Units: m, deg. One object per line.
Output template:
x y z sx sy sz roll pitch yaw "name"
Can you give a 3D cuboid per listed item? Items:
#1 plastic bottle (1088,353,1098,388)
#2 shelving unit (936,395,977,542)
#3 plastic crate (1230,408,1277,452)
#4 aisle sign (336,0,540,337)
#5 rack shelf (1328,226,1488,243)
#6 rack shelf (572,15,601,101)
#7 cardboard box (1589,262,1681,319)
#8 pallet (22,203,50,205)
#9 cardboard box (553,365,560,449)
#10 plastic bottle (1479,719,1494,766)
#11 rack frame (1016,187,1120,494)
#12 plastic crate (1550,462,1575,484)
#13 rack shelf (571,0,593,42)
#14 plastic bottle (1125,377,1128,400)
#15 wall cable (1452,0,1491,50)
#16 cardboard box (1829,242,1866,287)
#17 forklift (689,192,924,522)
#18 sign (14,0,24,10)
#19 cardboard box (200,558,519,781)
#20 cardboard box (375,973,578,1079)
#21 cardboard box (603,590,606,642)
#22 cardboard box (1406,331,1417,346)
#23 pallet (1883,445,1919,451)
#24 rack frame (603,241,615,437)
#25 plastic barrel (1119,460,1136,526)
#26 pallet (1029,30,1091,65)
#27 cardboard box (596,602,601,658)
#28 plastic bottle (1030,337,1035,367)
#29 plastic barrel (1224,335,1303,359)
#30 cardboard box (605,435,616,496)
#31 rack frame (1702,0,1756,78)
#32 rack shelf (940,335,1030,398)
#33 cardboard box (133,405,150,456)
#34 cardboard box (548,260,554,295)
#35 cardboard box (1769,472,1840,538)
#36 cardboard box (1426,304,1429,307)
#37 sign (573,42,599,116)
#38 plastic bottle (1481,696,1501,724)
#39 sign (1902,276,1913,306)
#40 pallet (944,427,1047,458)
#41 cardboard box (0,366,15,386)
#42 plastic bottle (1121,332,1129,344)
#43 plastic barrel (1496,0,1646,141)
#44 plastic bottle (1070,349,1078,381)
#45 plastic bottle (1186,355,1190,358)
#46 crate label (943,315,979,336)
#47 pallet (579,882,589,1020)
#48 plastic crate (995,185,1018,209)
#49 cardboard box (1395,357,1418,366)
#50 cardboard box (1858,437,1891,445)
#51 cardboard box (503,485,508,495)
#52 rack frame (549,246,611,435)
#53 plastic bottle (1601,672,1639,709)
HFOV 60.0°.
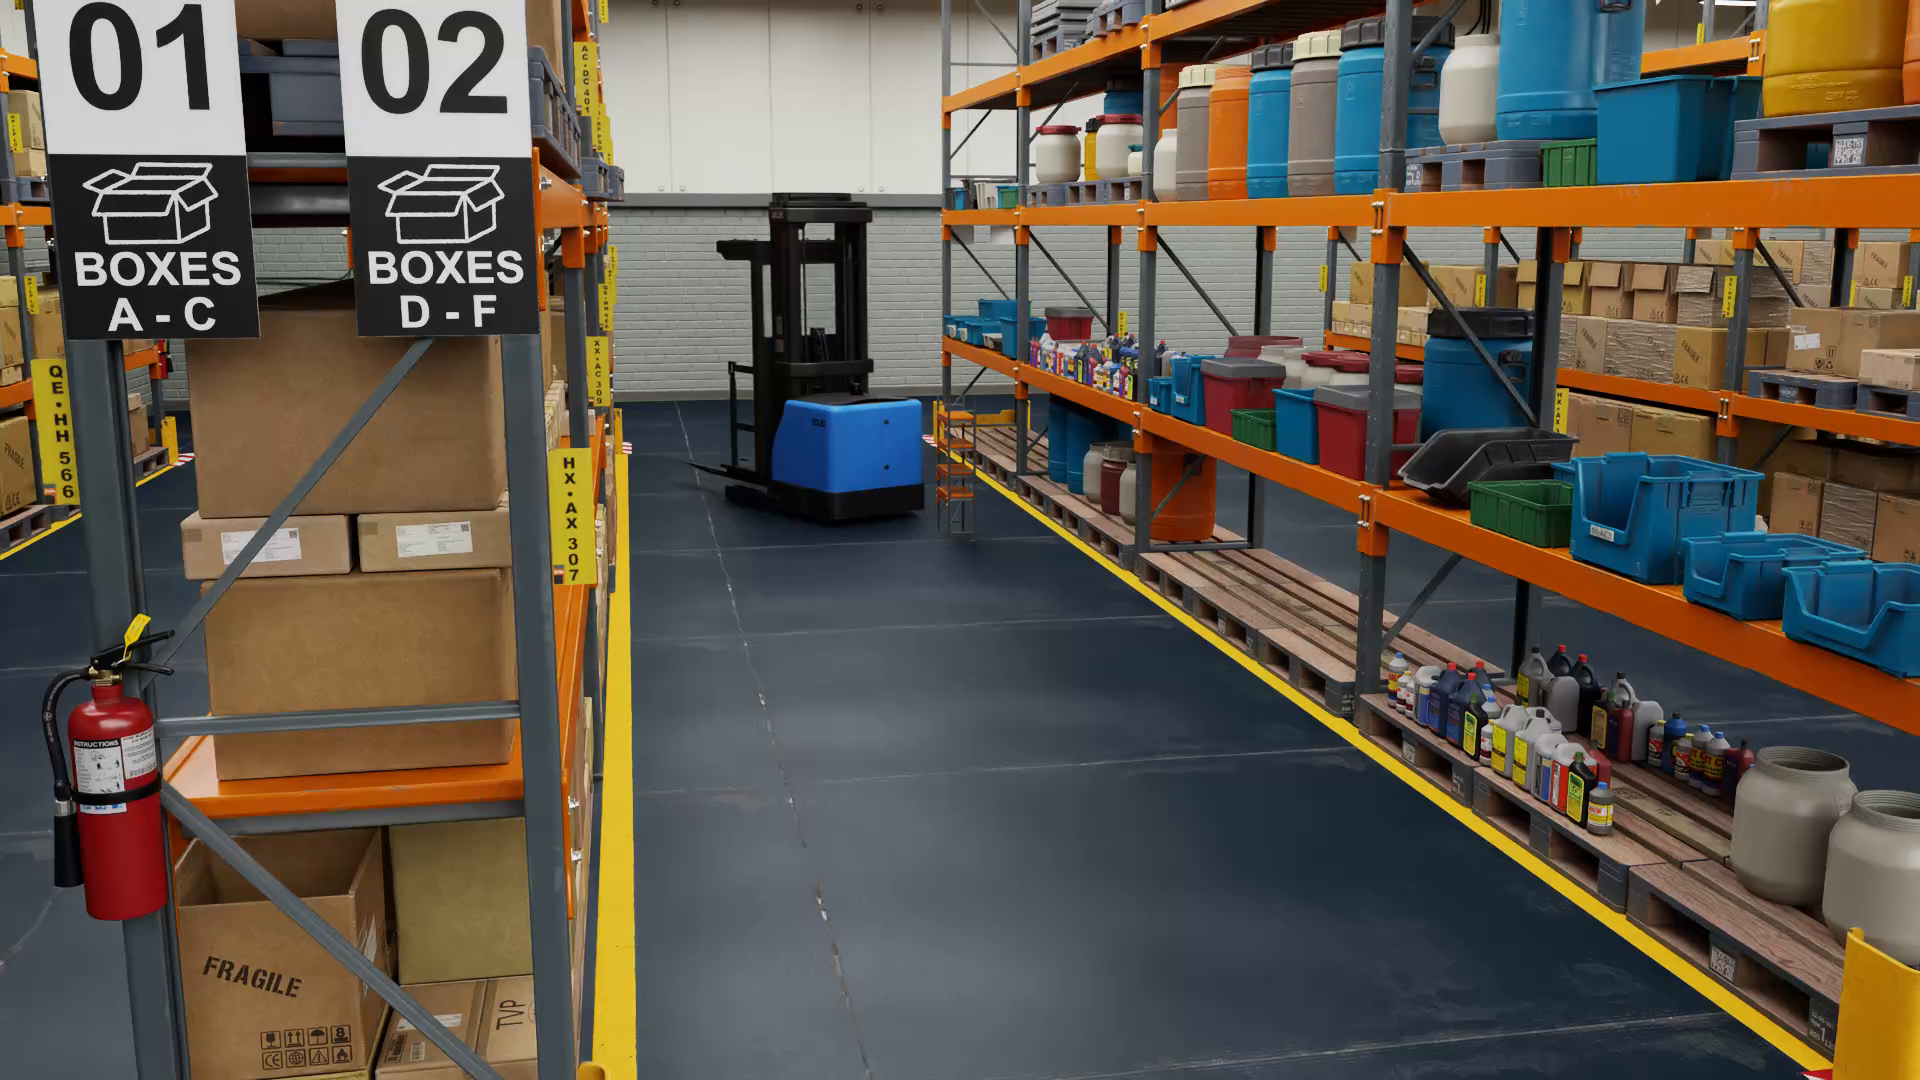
1.122 -1.429 13.994 0.061 0.283 0.133 -2 11 -11 "plastic bottle"
-0.032 -0.620 14.244 0.258 1.200 0.503 -2 11 -11 "shelving unit"
2.004 -0.689 10.363 0.450 0.188 0.662 -2 11 -11 "plastic crate"
-1.149 -0.848 3.674 0.394 0.787 0.004 -2 11 -11 "aisle sign"
5.533 -3.619 19.088 1.077 0.370 4.000 -2 11 -11 "rack shelf"
-3.407 -3.803 13.102 1.077 0.370 4.000 -2 11 -11 "rack shelf"
6.312 -2.317 15.398 0.797 0.503 0.637 -2 11 -9 "cardboard box"
-9.278 -3.619 17.405 1.003 0.211 1.213 -2 11 -11 "pallet"
-2.676 -0.781 10.008 0.500 0.500 0.500 -3 11 -14 "cardboard box"
2.438 0.925 7.624 0.097 0.201 0.097 0 11 0 "plastic bottle"
1.063 -1.952 16.428 1.000 3.000 0.127 -2 11 -11 "rack frame"
3.101 -0.218 7.719 0.499 0.251 0.616 -2 11 -11 "plastic crate"
-2.629 -3.069 9.247 1.077 0.370 4.000 -2 11 -11 "rack shelf"
1.339 -1.201 13.015 0.097 0.201 0.097 0 11 0 "plastic bottle"
7.425 -8.555 26.474 2.277 5.999 0.120 -2 11 -11 "wall cable"
10.344 -3.151 18.992 0.500 0.500 0.500 -2 11 -13 "cardboard box"
-1.620 -1.825 15.948 1.130 2.935 3.031 -8 13 -37 "forklift"
-9.978 -5.790 17.627 0.100 0.325 0.005 -2 11 -11 "sign"
-1.541 0.293 4.365 0.700 0.500 0.500 -2 11 -11 "cardboard box"
-1.348 1.467 4.699 0.500 0.250 0.500 -2 11 -11 "cardboard box"
-2.375 0.474 9.912 0.500 0.250 0.500 -2 11 -10 "cardboard box"
5.291 -2.288 18.867 0.380 0.149 0.250 -2 11 -12 "cardboard box"
10.641 -1.046 19.126 1.003 0.211 1.213 -2 11 -11 "pallet"
-4.574 -2.506 19.340 1.000 3.000 0.127 -2 11 -11 "rack frame"
1.532 -0.392 13.762 0.421 0.512 0.421 0 11 0 "plastic barrel"
1.254 -4.459 15.131 1.003 0.211 1.213 -2 11 -11 "pallet"
-2.076 0.479 8.388 0.500 0.311 0.500 -2 11 -11 "cardboard box"
0.716 -1.812 16.004 0.061 0.283 0.133 -2 11 -11 "plastic bottle"
2.229 -1.211 12.172 0.600 0.536 0.708 -2 11 -11 "plastic barrel"
-3.419 -0.680 15.257 0.500 0.500 0.500 -2 11 -11 "cardboard box"
10.028 -5.974 21.518 1.000 3.000 0.127 -2 11 -11 "rack frame"
0.674 -1.965 18.423 1.077 0.370 4.000 -2 11 -11 "rack shelf"
-9.198 -1.179 17.929 0.700 0.500 0.500 -2 11 -11 "cardboard box"
-4.251 -2.490 16.313 0.500 0.500 0.500 -2 11 -12 "cardboard box"
6.849 -0.264 13.071 0.700 0.500 0.500 -3 11 -14 "cardboard box"
5.695 -2.672 19.820 0.500 0.250 0.500 -3 11 -13 "cardboard box"
-1.696 -2.092 7.548 0.100 0.325 0.005 -2 11 -11 "sign"
2.471 0.863 7.760 0.097 0.271 0.097 0 11 0 "plastic bottle"
10.276 -2.698 18.033 0.100 0.325 0.005 -2 11 -11 "sign"
0.408 -1.163 19.741 1.003 0.211 1.213 -2 11 -11 "pallet"
-8.239 -1.381 14.047 0.380 0.149 0.250 -2 11 -10 "cardboard box"
1.563 -1.771 15.610 0.144 0.351 0.185 -2 11 -11 "plastic bottle"
2.708 -2.224 7.373 0.600 0.901 0.708 -2 11 -11 "plastic barrel"
1.019 -1.537 14.595 0.097 0.271 0.097 0 11 0 "plastic bottle"
1.918 -1.420 13.978 0.097 0.271 0.097 0 11 0 "plastic bottle"
0.010 -2.575 19.992 0.416 0.233 0.303 -2 11 -11 "crate label"
-1.886 1.436 6.085 1.003 0.211 1.213 -2 11 -11 "pallet"
0.573 -3.498 16.980 0.416 0.233 0.300 -2 11 -11 "plastic crate"
5.524 -1.747 19.910 0.875 0.875 0.875 -2 11 -11 "cardboard box"
10.396 -1.159 18.765 0.380 0.149 0.250 -2 11 -10 "cardboard box"
-1.381 -0.067 4.525 0.380 0.149 0.250 -2 11 -12 "cardboard box"
-3.796 -1.772 15.485 1.000 3.000 0.127 -2 11 -11 "rack frame"
3.127 0.803 7.864 0.144 0.351 0.185 -2 11 -11 "plastic bottle"
